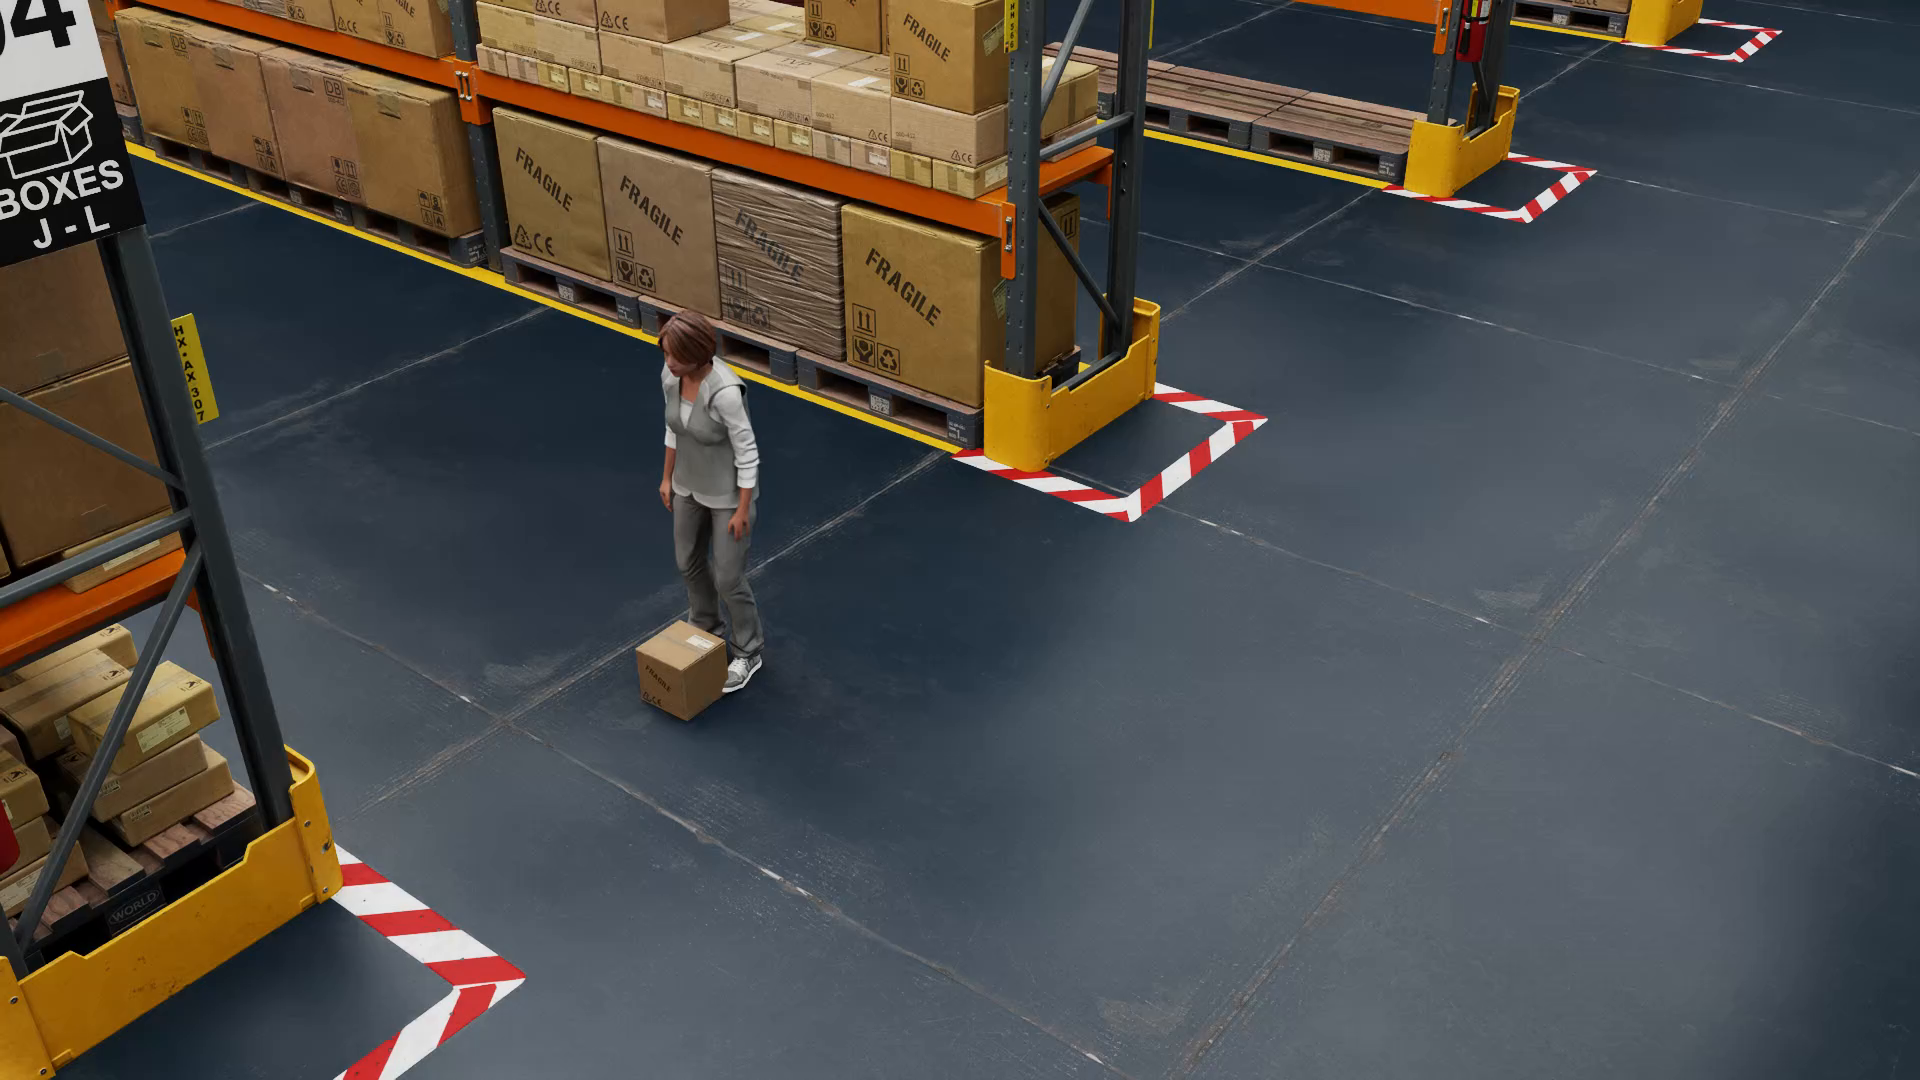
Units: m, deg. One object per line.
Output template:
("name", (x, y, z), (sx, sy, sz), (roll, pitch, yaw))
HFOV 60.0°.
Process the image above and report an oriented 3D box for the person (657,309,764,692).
("person", (-0.958, -0.164, 6.413), (0.461, 1.593, 0.340), (22, 38, 31))
